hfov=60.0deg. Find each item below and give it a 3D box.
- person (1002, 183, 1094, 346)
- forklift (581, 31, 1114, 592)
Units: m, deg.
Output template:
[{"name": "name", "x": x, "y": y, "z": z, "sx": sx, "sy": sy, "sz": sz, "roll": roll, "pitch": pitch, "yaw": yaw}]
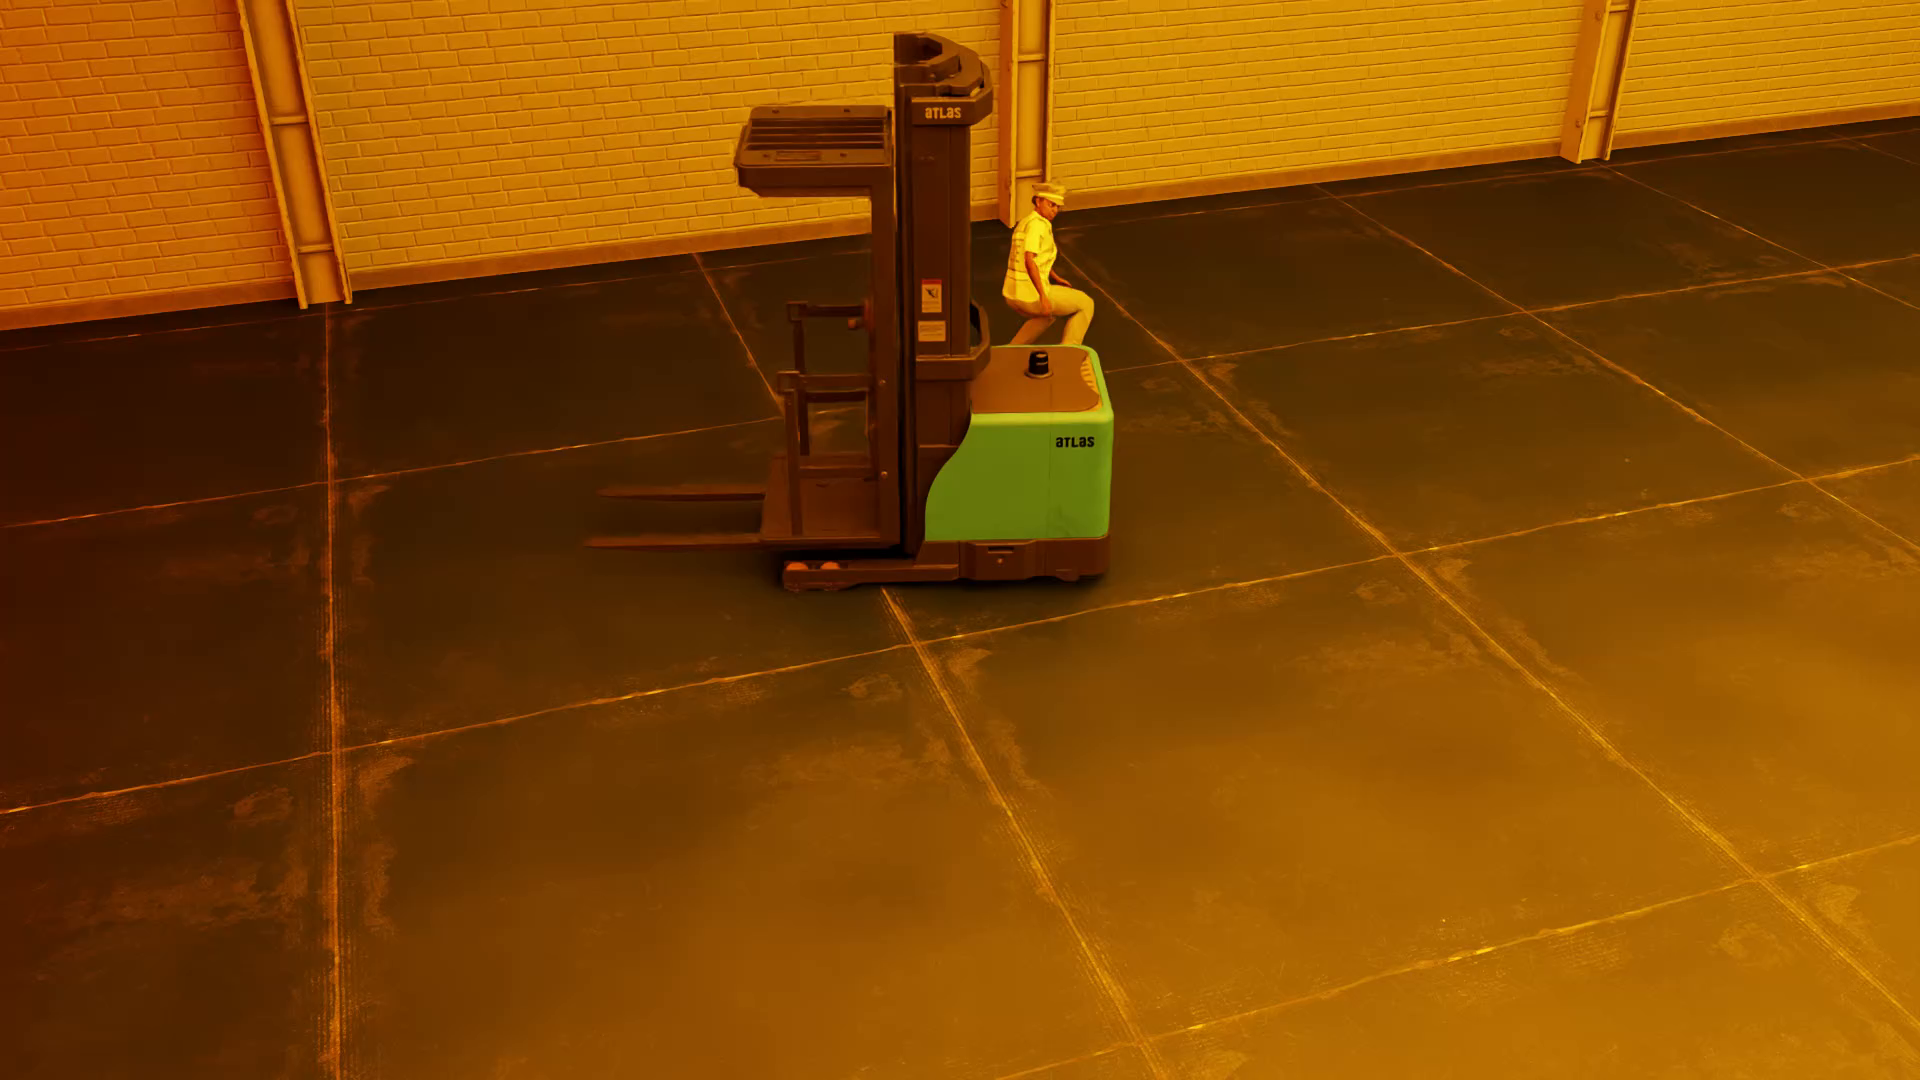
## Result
[{"name": "person", "x": 0.619, "y": -1.792, "z": 11.745, "sx": 0.651, "sy": 1.454, "sz": 0.722, "roll": -11, "pitch": 32, "yaw": -19}, {"name": "forklift", "x": -0.670, "y": -1.241, "z": 9.244, "sx": 3.031, "sy": 2.935, "sz": 1.130, "roll": -1, "pitch": 30, "yaw": -2}]
